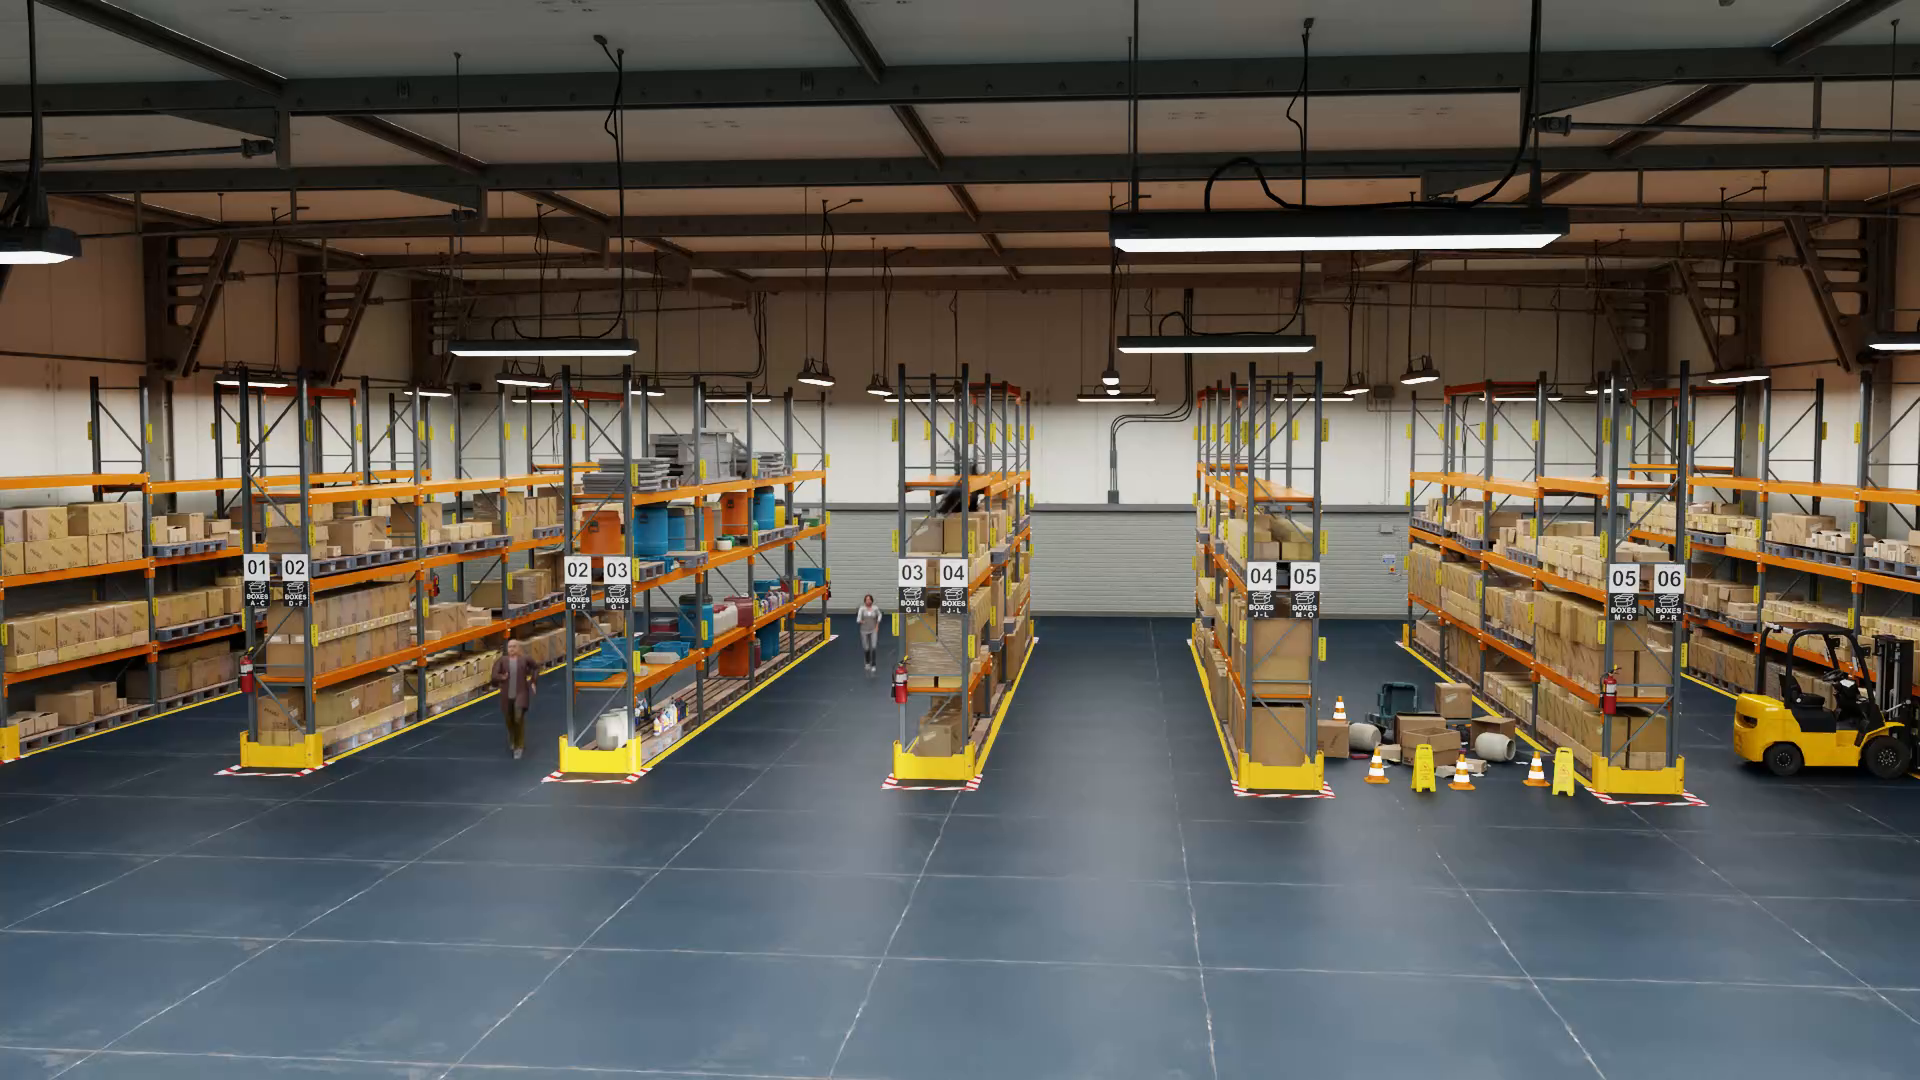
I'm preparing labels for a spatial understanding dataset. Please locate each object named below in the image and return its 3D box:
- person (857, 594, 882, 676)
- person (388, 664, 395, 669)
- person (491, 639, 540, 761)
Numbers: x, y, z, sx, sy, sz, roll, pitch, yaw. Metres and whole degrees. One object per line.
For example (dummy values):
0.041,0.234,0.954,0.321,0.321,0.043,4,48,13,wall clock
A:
-1.813,1.881,33.154,0.490,1.624,0.711,0,4,-1,person
-11.925,1.949,34.970,0.552,1.640,0.731,0,4,-7,person
-6.908,2.455,25.797,0.677,1.846,0.865,0,4,-2,person
